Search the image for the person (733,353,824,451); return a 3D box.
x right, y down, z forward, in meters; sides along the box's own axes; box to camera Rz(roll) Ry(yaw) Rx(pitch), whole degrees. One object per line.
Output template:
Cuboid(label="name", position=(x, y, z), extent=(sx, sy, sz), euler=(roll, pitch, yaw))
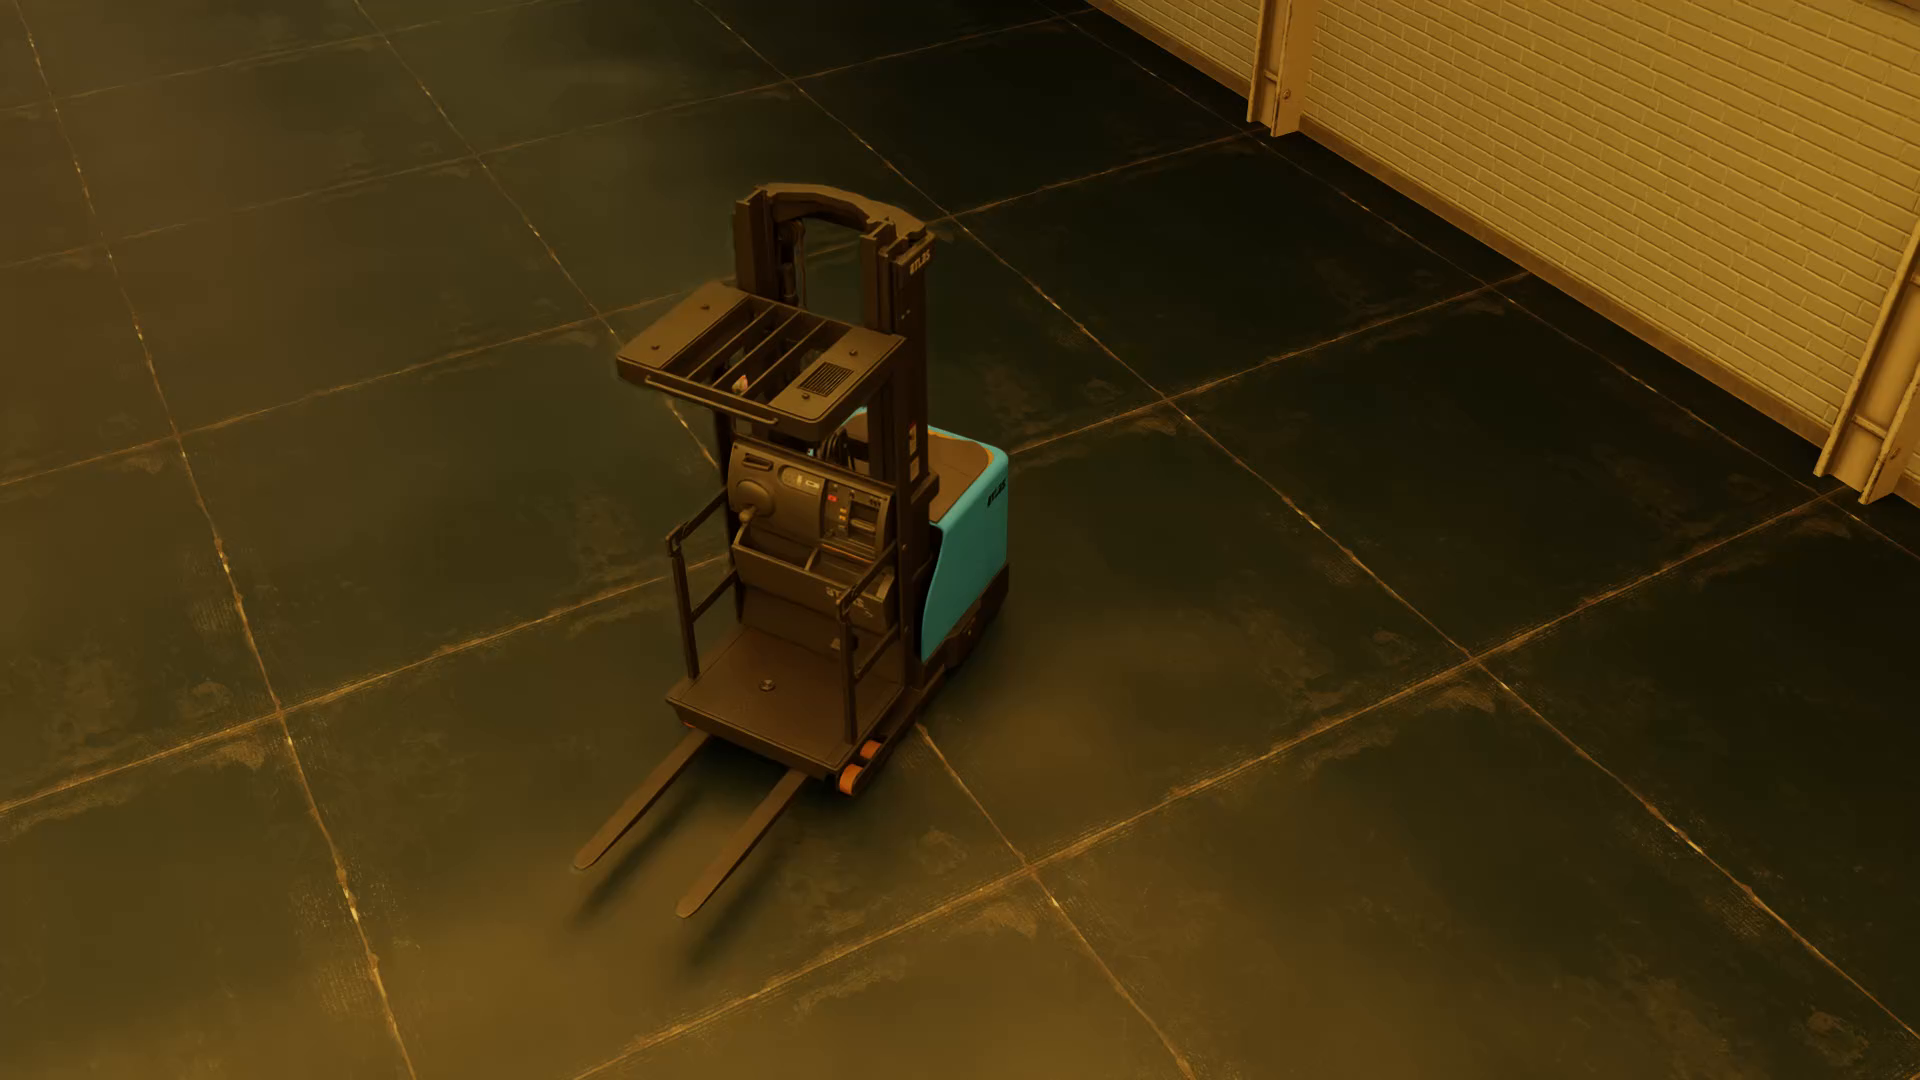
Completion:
Cuboid(label="person", position=(-1.047, -0.739, 10.190), extent=(0.652, 1.337, 0.922), euler=(-12, 41, -14))

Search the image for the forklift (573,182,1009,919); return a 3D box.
Cuboid(label="forklift", position=(-0.862, -0.122, 8.183), extent=(1.130, 2.935, 3.031), euler=(19, 43, 22))
